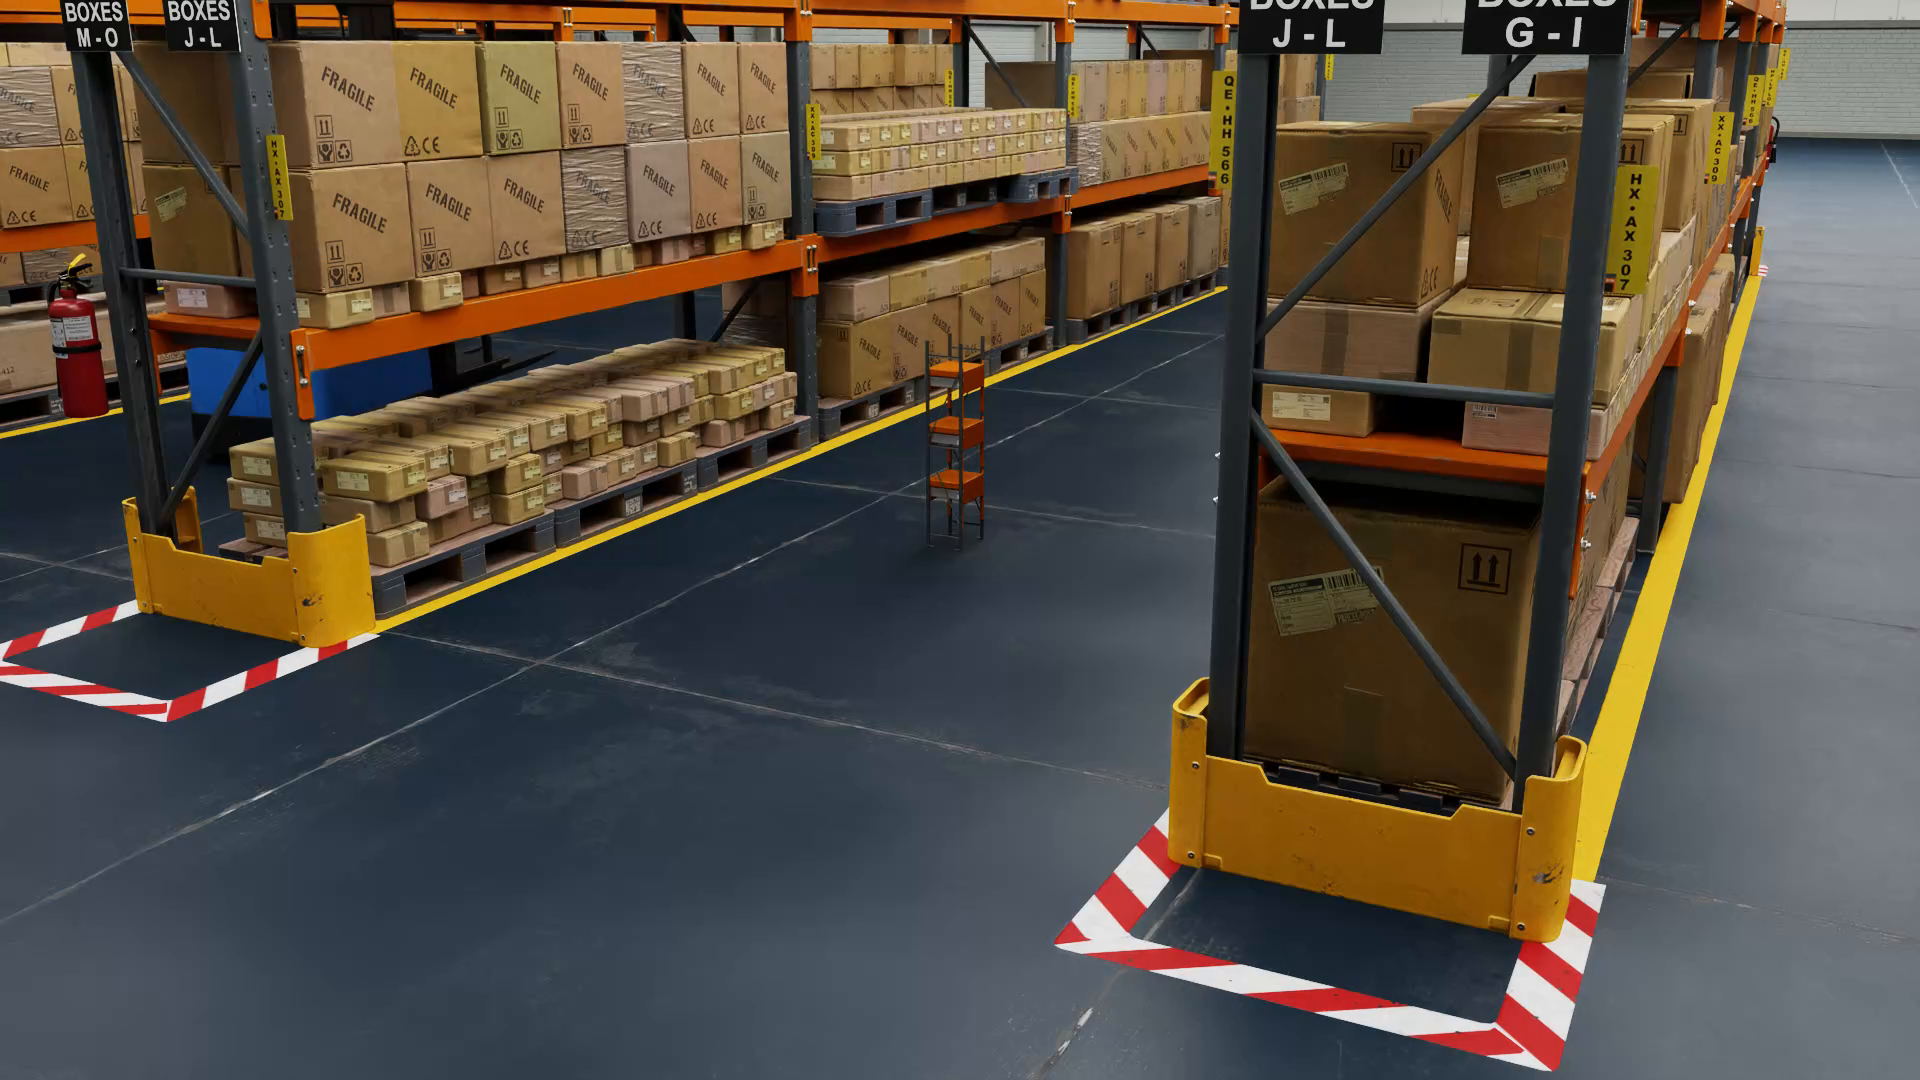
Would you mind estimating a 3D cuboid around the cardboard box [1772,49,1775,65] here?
[{"bbox_3d":[7.686,-4.610,16.323,0.500,0.500,0.500,8,18,25],"label":"cardboard box"}]

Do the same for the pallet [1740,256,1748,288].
[{"bbox_3d":[7.957,-2.935,18.034,1.003,0.211,1.213,8,18,25],"label":"pallet"}]

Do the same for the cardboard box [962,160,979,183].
[{"bbox_3d":[-0.087,-2.613,11.757,0.380,0.149,0.250,7,18,23],"label":"cardboard box"}]

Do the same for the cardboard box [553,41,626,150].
[{"bbox_3d":[-2.021,-2.214,8.256,0.500,0.500,0.500,7,18,24],"label":"cardboard box"}]

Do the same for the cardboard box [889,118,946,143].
[{"bbox_3d":[-0.317,-2.766,11.229,0.380,0.149,0.250,8,18,25],"label":"cardboard box"}]

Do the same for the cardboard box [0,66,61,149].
[{"bbox_3d":[-6.259,-2.810,10.786,0.500,0.500,0.500,8,18,26],"label":"cardboard box"}]

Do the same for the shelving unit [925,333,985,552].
[{"bbox_3d":[-0.024,-0.490,8.329,0.215,1.050,0.252,8,18,25],"label":"shelving unit"}]

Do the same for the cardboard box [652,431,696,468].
[{"bbox_3d":[-1.701,-0.521,9.280,0.380,0.149,0.250,8,18,25],"label":"cardboard box"}]

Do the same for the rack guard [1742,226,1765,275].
[{"bbox_3d":[8.352,-3.275,18.674,1.175,0.500,0.348,8,18,25],"label":"rack guard"}]

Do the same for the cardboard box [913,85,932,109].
[{"bbox_3d":[-0.704,-5.644,21.561,0.500,0.500,0.500,8,18,25],"label":"cardboard box"}]

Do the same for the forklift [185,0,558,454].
[{"bbox_3d":[-3.774,-2.249,10.948,1.130,2.935,3.031,4,17,15],"label":"forklift"}]

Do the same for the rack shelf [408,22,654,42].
[{"bbox_3d":[-5.816,-6.968,22.712,1.077,0.370,4.000,8,18,25],"label":"rack shelf"}]

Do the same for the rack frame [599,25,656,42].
[{"bbox_3d":[-4.922,-6.384,24.751,1.000,3.000,0.127,8,18,25],"label":"rack frame"}]

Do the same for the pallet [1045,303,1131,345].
[{"bbox_3d":[0.839,-1.967,14.775,1.003,0.211,1.213,8,18,25],"label":"pallet"}]

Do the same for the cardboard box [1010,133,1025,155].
[{"bbox_3d":[0.260,-2.953,12.378,0.380,0.149,0.250,8,18,25],"label":"cardboard box"}]

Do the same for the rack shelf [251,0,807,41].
[{"bbox_3d":[-2.262,-2.677,8.264,1.077,0.370,4.000,8,18,25],"label":"rack shelf"}]

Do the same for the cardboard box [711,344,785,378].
[{"bbox_3d":[-1.295,-1.089,10.149,0.380,0.149,0.250,9,19,27],"label":"cardboard box"}]

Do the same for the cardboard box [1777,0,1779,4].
[{"bbox_3d":[7.260,-5.058,15.280,0.500,0.250,0.500,8,18,25],"label":"cardboard box"}]

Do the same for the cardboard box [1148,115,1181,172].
[{"bbox_3d":[1.761,-3.755,15.721,0.500,0.500,0.500,8,18,26],"label":"cardboard box"}]

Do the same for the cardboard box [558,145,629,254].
[{"bbox_3d":[-2.039,-1.737,8.408,0.500,0.500,0.500,8,18,24],"label":"cardboard box"}]

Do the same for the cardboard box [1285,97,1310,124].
[{"bbox_3d":[3.642,-4.979,19.755,0.875,0.550,0.550,8,18,25],"label":"cardboard box"}]

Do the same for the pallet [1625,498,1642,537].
[{"bbox_3d":[3.301,-0.306,9.184,1.003,0.211,1.213,8,18,25],"label":"pallet"}]

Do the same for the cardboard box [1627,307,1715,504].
[{"bbox_3d":[3.292,-0.785,8.893,1.225,0.875,0.875,8,18,26],"label":"cardboard box"}]

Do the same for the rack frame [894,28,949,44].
[{"bbox_3d":[-0.480,-5.754,22.628,1.000,3.000,0.127,8,18,25],"label":"rack frame"}]

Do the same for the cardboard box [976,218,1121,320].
[{"bbox_3d":[0.771,-2.379,14.478,1.050,0.750,0.750,8,18,25],"label":"cardboard box"}]

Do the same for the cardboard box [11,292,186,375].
[{"bbox_3d":[-6.219,-1.524,12.150,0.875,0.438,0.875,8,18,25],"label":"cardboard box"}]

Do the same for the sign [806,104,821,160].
[{"bbox_3d":[-0.880,-2.441,9.955,0.100,0.325,0.005,8,18,25],"label":"sign"}]

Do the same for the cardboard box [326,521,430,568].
[{"bbox_3d":[-2.635,-0.002,7.532,0.380,0.149,0.250,9,19,26],"label":"cardboard box"}]

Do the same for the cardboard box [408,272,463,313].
[{"bbox_3d":[-2.473,-1.127,7.490,0.380,0.149,0.250,8,18,24],"label":"cardboard box"}]

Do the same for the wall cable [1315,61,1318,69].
[{"bbox_3d":[9.865,-15.933,51.816,3.097,2.526,0.112,8,18,25],"label":"wall cable"}]

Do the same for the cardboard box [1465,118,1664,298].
[{"bbox_3d":[1.916,-1.063,5.259,0.500,0.500,0.500,8,18,24],"label":"cardboard box"}]

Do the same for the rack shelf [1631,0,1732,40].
[{"bbox_3d":[2.130,-2.020,6.053,1.077,0.370,4.000,8,18,25],"label":"rack shelf"}]

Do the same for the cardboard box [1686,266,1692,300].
[{"bbox_3d":[3.180,-1.197,7.727,0.380,0.149,0.250,8,18,26],"label":"cardboard box"}]

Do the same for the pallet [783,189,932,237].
[{"bbox_3d":[-0.897,-2.177,10.924,1.003,0.211,1.213,8,18,25],"label":"pallet"}]

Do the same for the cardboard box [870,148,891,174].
[{"bbox_3d":[-0.667,-2.425,10.601,0.380,0.149,0.250,8,18,24],"label":"cardboard box"}]

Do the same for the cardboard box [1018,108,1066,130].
[{"bbox_3d":[0.610,-3.295,13.009,0.380,0.149,0.250,7,18,23],"label":"cardboard box"}]

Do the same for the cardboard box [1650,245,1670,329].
[{"bbox_3d":[2.375,-0.971,6.265,0.500,0.250,0.500,8,18,24],"label":"cardboard box"}]

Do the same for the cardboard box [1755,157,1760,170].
[{"bbox_3d":[7.426,-3.623,15.895,0.380,0.149,0.250,8,18,25],"label":"cardboard box"}]

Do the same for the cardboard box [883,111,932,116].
[{"bbox_3d":[-0.430,-3.118,12.412,0.380,0.149,0.250,9,19,28],"label":"cardboard box"}]

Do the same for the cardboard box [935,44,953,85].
[{"bbox_3d":[-0.513,-6.266,21.898,0.700,0.500,0.500,8,18,24],"label":"cardboard box"}]

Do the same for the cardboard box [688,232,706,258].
[{"bbox_3d":[-1.654,-1.673,9.331,0.380,0.149,0.250,8,18,24],"label":"cardboard box"}]

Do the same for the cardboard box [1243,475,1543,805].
[{"bbox_3d":[1.451,0.226,5.488,0.875,0.875,0.875,8,18,25],"label":"cardboard box"}]

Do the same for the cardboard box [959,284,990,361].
[{"bbox_3d":[-0.098,-1.646,12.450,0.500,0.500,0.500,7,18,23],"label":"cardboard box"}]

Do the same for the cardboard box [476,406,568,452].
[{"bbox_3d":[-2.206,-0.561,8.370,0.380,0.149,0.250,9,19,28],"label":"cardboard box"}]

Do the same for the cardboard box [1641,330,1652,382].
[{"bbox_3d":[2.263,-0.673,5.965,0.380,0.149,0.250,8,18,25],"label":"cardboard box"}]

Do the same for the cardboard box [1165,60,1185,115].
[{"bbox_3d":[1.762,-4.400,16.138,0.700,0.500,0.500,8,18,24],"label":"cardboard box"}]

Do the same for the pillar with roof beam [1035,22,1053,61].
[{"bbox_3d":[5.855,-13.235,37.279,9.100,9.000,0.400,8,18,25],"label":"pillar with roof beam"}]

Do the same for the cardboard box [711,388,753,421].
[{"bbox_3d":[-1.439,-0.809,9.726,0.380,0.149,0.250,7,18,23],"label":"cardboard box"}]

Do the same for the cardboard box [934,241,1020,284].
[{"bbox_3d":[0.132,-2.137,12.787,0.500,0.250,0.500,8,18,26],"label":"cardboard box"}]

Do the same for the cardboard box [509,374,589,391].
[{"bbox_3d":[-2.284,-0.815,9.224,0.380,0.149,0.250,7,18,23],"label":"cardboard box"}]

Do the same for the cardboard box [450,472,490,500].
[{"bbox_3d":[-2.489,-0.289,7.975,0.380,0.149,0.250,8,18,26],"label":"cardboard box"}]

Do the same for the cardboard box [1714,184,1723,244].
[{"bbox_3d":[4.355,-2.087,10.108,0.500,0.500,0.500,7,18,24],"label":"cardboard box"}]

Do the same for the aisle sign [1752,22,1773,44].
[{"bbox_3d":[8.682,-5.717,17.938,0.394,0.787,0.004,8,18,25],"label":"aisle sign"}]
